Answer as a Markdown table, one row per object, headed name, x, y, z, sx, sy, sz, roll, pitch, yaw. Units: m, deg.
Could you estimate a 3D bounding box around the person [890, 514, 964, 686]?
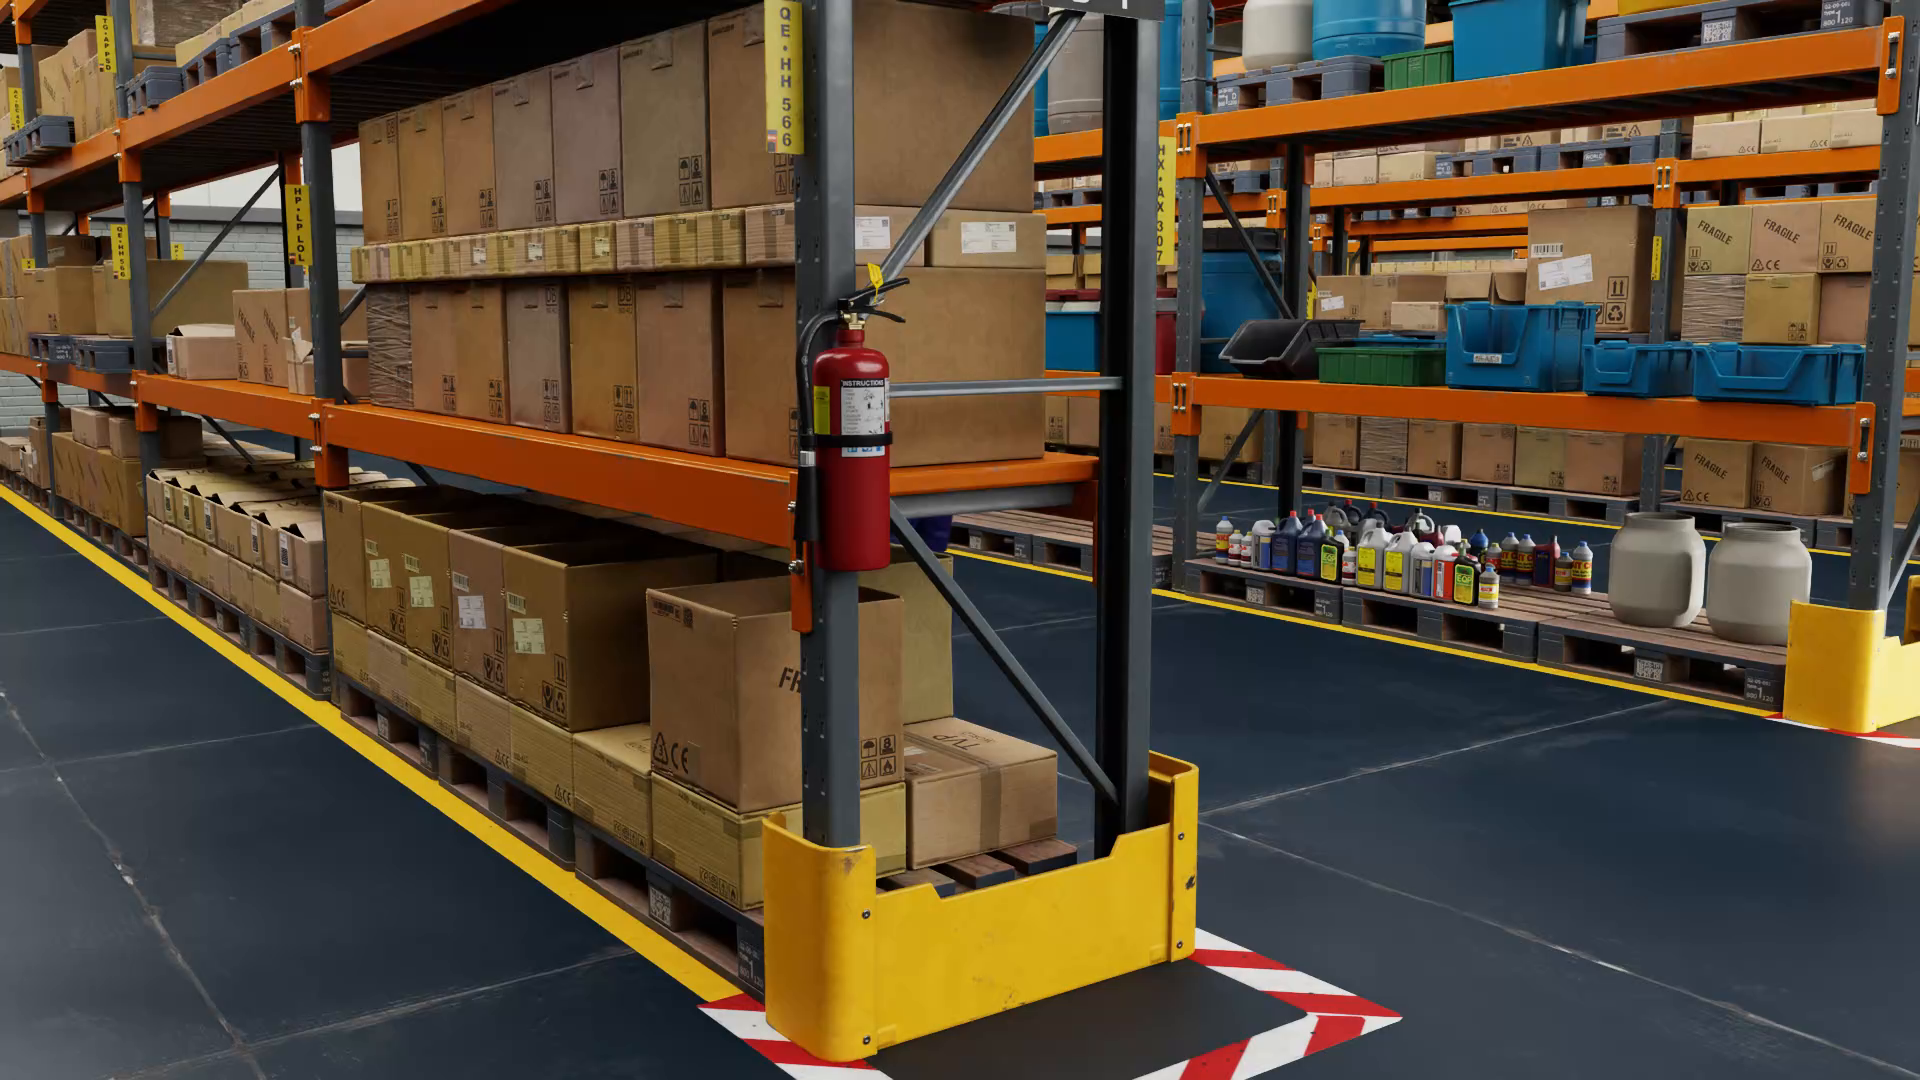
| name | x | y | z | sx | sy | sz | roll | pitch | yaw |
| --- | --- | --- | --- | --- | --- | --- | --- | --- | --- |
| person | -0.269 | -0.077 | 7.383 | 0.515 | 1.534 | 0.485 | -5 | 10 | -35 |
